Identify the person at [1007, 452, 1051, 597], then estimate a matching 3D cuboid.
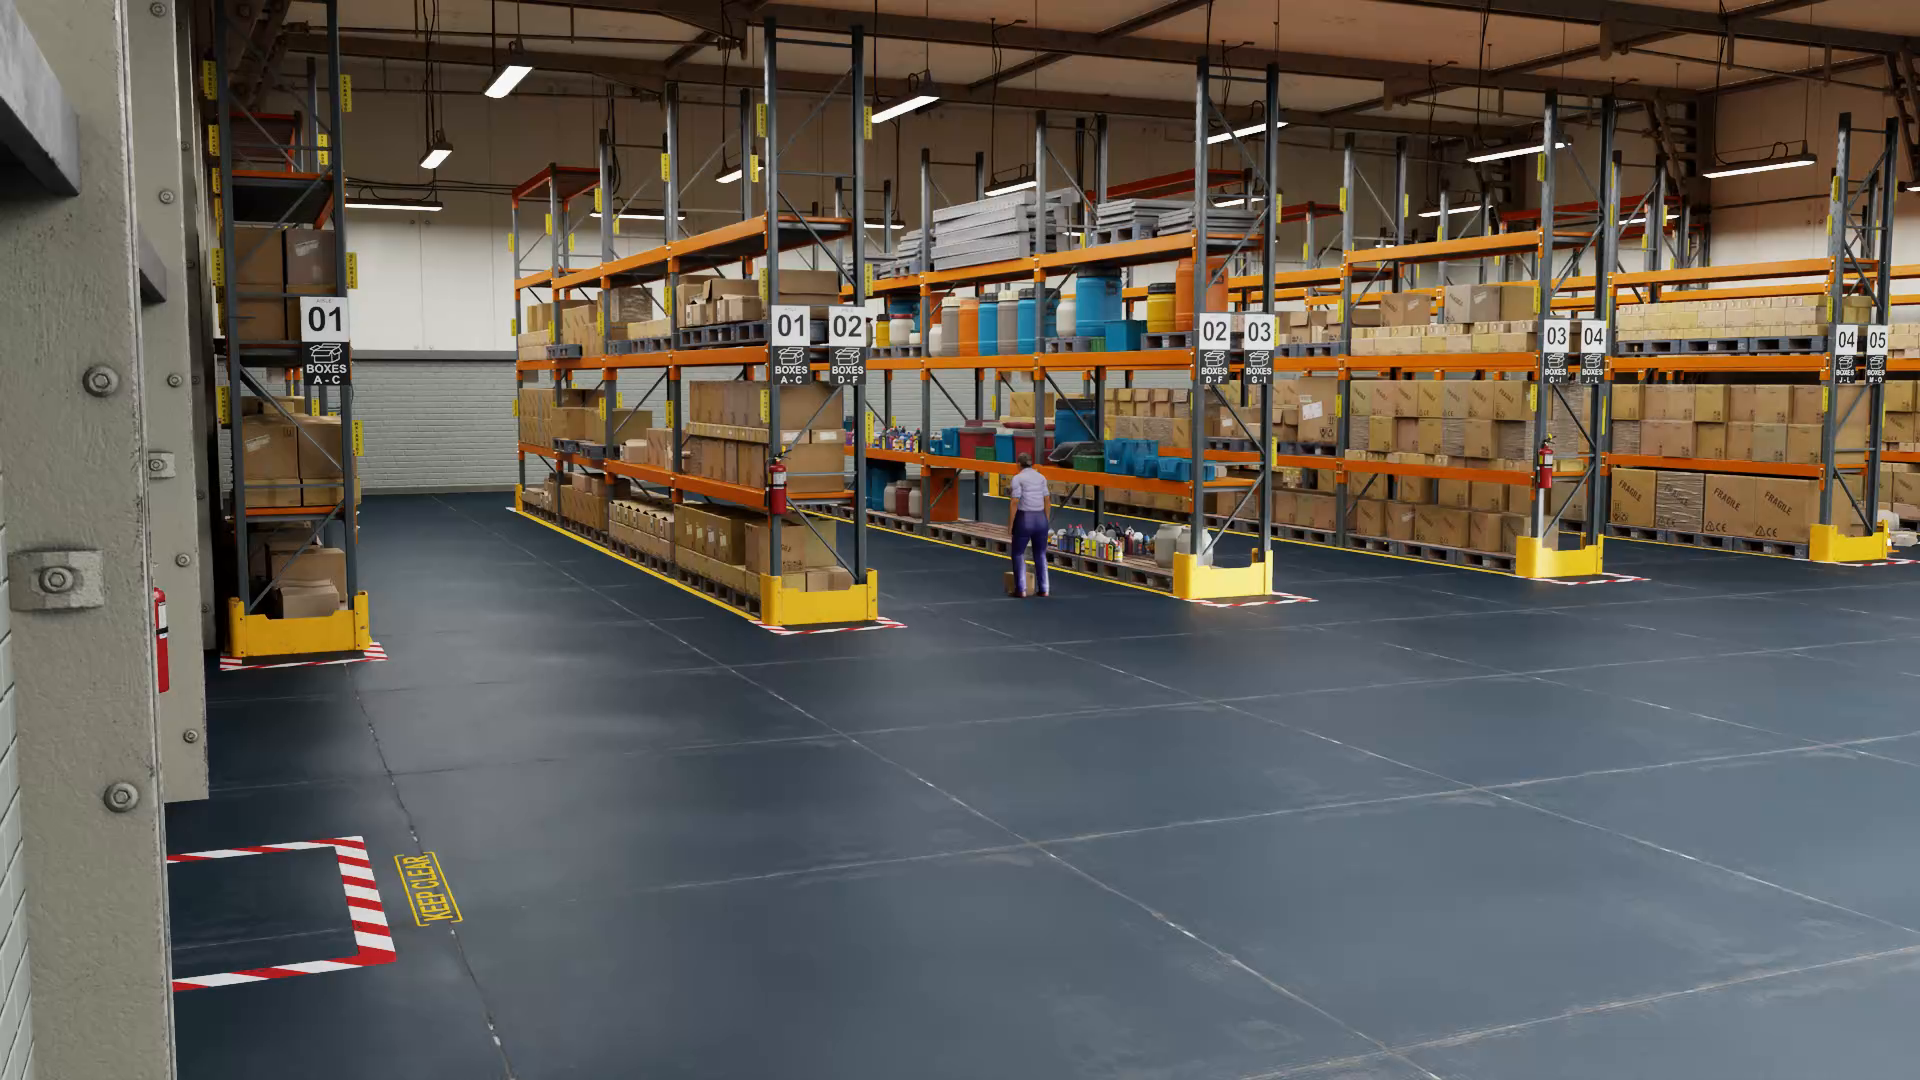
[{"bbox_3d":[0.777,-0.174,18.866,0.549,1.650,0.425,-3,6,-26],"label":"person"}]
